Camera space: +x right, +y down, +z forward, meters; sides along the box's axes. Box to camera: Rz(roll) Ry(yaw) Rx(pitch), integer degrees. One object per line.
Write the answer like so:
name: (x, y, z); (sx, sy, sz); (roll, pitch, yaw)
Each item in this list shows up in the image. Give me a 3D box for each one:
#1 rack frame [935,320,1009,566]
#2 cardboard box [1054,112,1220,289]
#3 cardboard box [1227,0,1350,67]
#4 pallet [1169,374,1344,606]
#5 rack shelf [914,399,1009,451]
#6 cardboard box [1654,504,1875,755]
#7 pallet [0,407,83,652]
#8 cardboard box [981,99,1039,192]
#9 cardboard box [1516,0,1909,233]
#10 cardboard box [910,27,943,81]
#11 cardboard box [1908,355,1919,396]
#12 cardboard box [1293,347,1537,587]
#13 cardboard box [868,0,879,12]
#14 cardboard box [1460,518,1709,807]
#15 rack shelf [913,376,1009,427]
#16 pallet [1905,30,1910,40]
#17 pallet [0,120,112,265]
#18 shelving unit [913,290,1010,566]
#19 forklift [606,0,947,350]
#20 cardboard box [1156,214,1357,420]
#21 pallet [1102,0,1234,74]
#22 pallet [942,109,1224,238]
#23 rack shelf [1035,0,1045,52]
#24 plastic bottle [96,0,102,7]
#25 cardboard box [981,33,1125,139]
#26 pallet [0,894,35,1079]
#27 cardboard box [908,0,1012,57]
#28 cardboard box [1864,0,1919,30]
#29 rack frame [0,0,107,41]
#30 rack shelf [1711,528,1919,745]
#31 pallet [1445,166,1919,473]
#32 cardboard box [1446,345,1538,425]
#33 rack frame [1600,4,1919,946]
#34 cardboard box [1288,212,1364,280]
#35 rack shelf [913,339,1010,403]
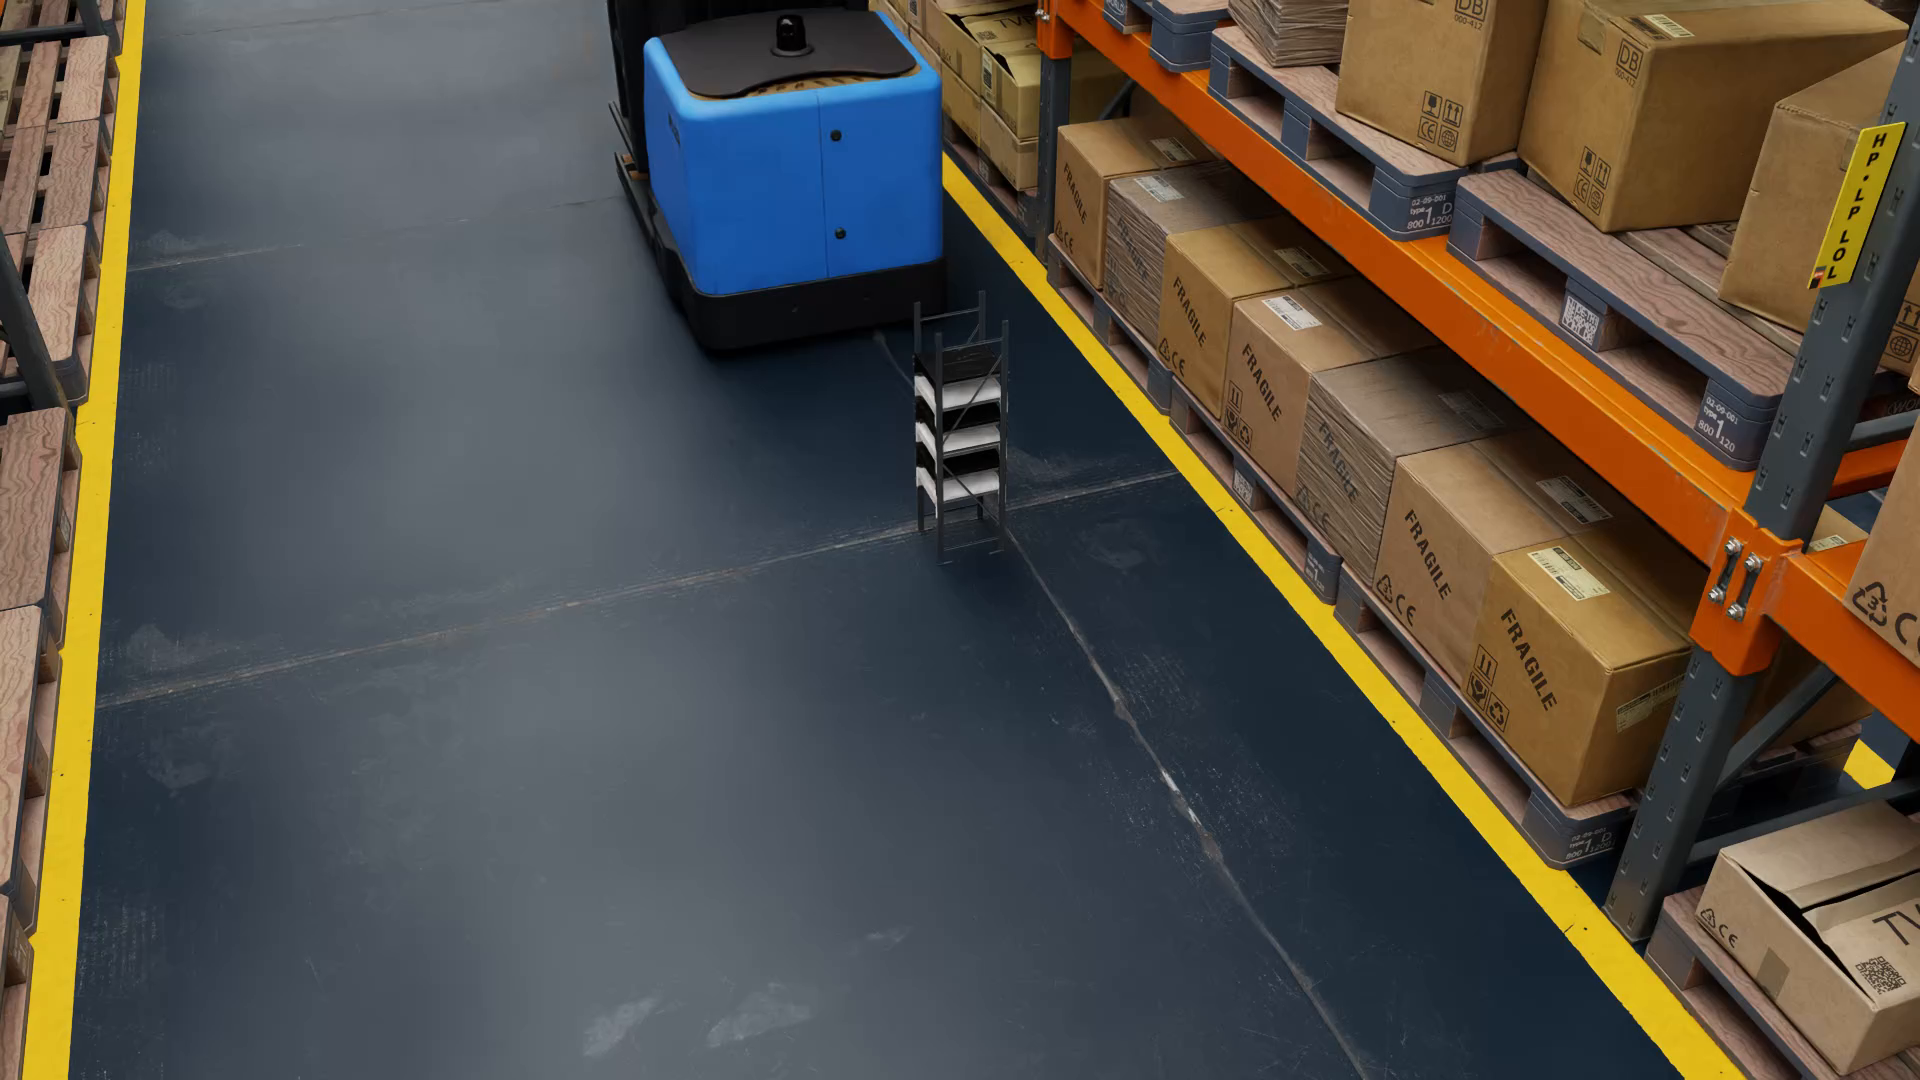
rack frame: (0.038, -0.297, 5.397); (0.240, 0.900, 0.006); (-12, 39, -16)
cardboard box: (0.712, -1.398, 6.825); (0.500, 0.500, 0.500); (-11, 38, -14)
cardboard box: (1.282, -1.856, 5.289); (0.700, 0.500, 0.500); (-6, 37, -7)
pallet: (1.461, -0.305, 5.980); (1.003, 0.211, 1.213); (-12, 39, -16)
rack shelf: (0.003, -0.400, 5.439); (0.258, 0.077, 0.200); (-12, 39, -16)
cardboard box: (2.263, 0.222, 4.674); (0.500, 0.500, 0.500); (-14, 39, -18)
pallet: (-3.518, 0.037, 5.525); (1.003, 0.211, 1.213); (-12, 39, -16)
cardboard box: (0.414, -1.853, 7.653); (0.500, 0.250, 0.500); (-12, 39, -15)
cardboard box: (1.951, -1.174, 4.384); (0.700, 0.500, 0.500); (-7, 37, -9)
cardboard box: (0.063, -2.428, 8.417); (0.500, 0.250, 0.500); (-12, 39, -15)
cardboard box: (2.098, -0.392, 2.863); (0.500, 0.500, 0.500); (-11, 38, -15)
cardboard box: (1.427, -0.238, 5.285); (0.500, 0.500, 0.500); (-12, 39, -15)
cardboard box: (-0.291, -3.006, 9.184); (0.500, 0.250, 0.500); (-14, 39, -17)
cardboard box: (1.761, 0.326, 4.536); (0.500, 0.500, 0.500); (-13, 39, -16)
rack shelf: (0.003, -0.472, 5.385); (0.258, 0.077, 0.200); (-12, 39, -16)
pallet: (5.206, -2.893, 9.415); (1.003, 0.211, 1.213); (-12, 39, -16)
pallet: (-4.474, -1.533, 7.610); (1.003, 0.211, 1.213); (-12, 39, -16)
shelving unit: (0.003, -0.355, 5.473); (0.258, 0.900, 0.210); (-12, 39, -16)
forklift: (-1.012, -2.818, 7.055); (1.130, 2.935, 3.031); (-12, 39, -15)
cardboard box: (1.065, -0.819, 6.056); (0.500, 0.500, 0.500); (-13, 39, -17)
pallet: (1.123, -2.092, 6.194); (1.213, 0.211, 1.003); (-12, 39, -16)
pallet: (0.577, -1.896, 8.092); (1.003, 0.211, 1.213); (-12, 39, -16)
rack shelf: (0.136, -3.379, 8.341); (1.077, 0.370, 4.000); (-12, 39, -16)
plastic bottle: (-4.903, -3.130, 9.314); (0.097, 0.271, 0.097); (0, 37, 0)
cardboard box: (0.412, -2.075, 7.482); (0.500, 0.311, 0.500); (-11, 38, -15)
pallet: (-2.678, 1.415, 3.695); (1.003, 0.211, 1.213); (-12, 39, -16)
cardboard box: (0.056, -2.653, 8.250); (0.500, 0.311, 0.500); (-13, 39, -16)
cardboard box: (5.177, -3.138, 9.135); (0.700, 0.500, 0.500); (-12, 39, -15)
rack frame: (-5.205, -3.773, 8.266); (1.000, 3.000, 0.127); (-12, 39, -16)
rack shelf: (2.889, 1.140, 2.341); (1.077, 0.370, 4.000); (-12, 39, -16)
pallet: (2.028, -0.675, 4.312); (1.003, 0.211, 1.213); (-12, 39, -16)
cardboard box: (1.904, -0.361, 5.448); (0.500, 0.500, 0.500); (-12, 39, -15)
rack frame: (2.200, -0.277, 3.625); (1.000, 3.000, 0.127); (-12, 39, -16)
cardboard box: (1.544, -0.942, 6.219); (0.500, 0.500, 0.500); (-14, 39, -18)
rack shelf: (0.003, -0.544, 5.331); (0.258, 0.077, 0.200); (-12, 39, -16)
